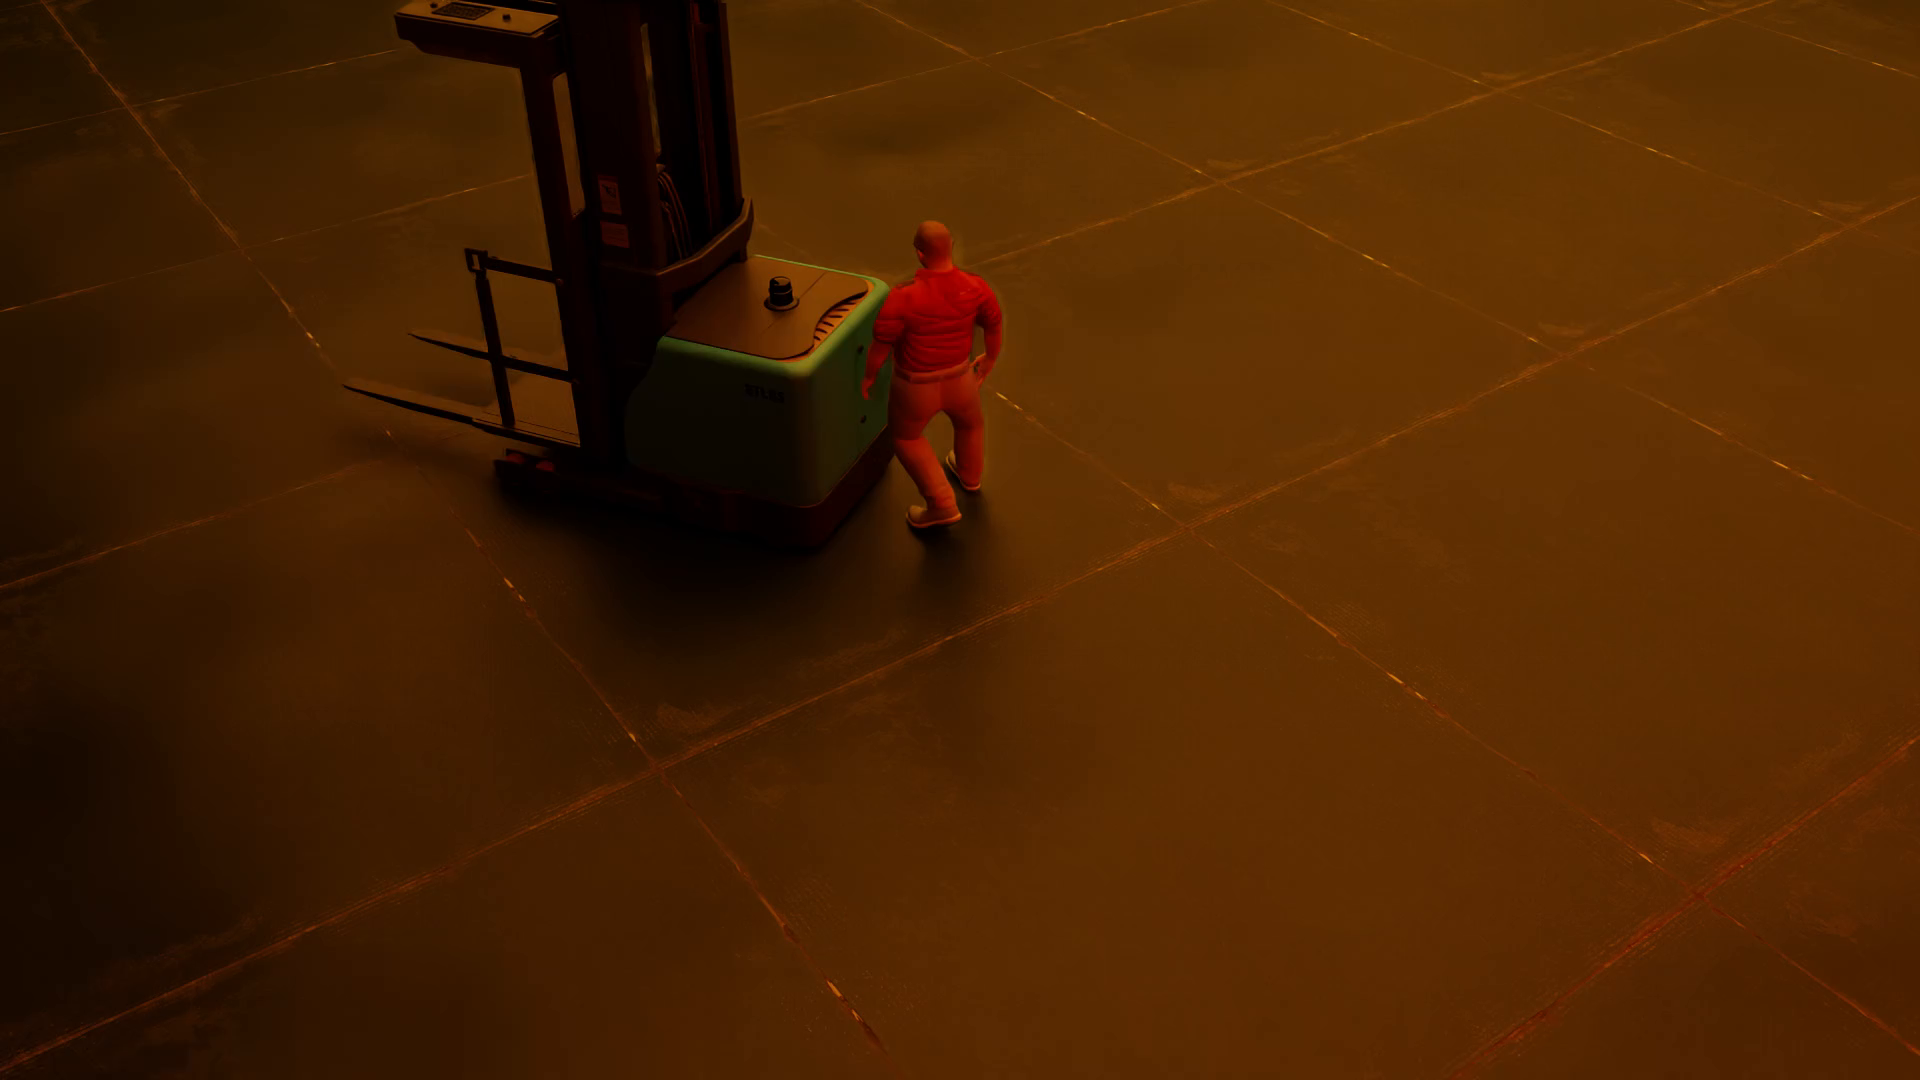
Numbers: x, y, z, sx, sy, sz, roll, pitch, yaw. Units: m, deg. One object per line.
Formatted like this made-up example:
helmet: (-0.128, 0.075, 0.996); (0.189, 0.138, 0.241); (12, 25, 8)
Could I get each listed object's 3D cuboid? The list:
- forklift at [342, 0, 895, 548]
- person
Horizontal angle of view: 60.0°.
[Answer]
forklift: (-1.901, -1.701, 8.245); (3.031, 2.935, 1.130); (14, 39, 18)
person: (-0.168, -0.869, 8.173); (0.695, 1.686, 0.674); (-12, 38, -15)
